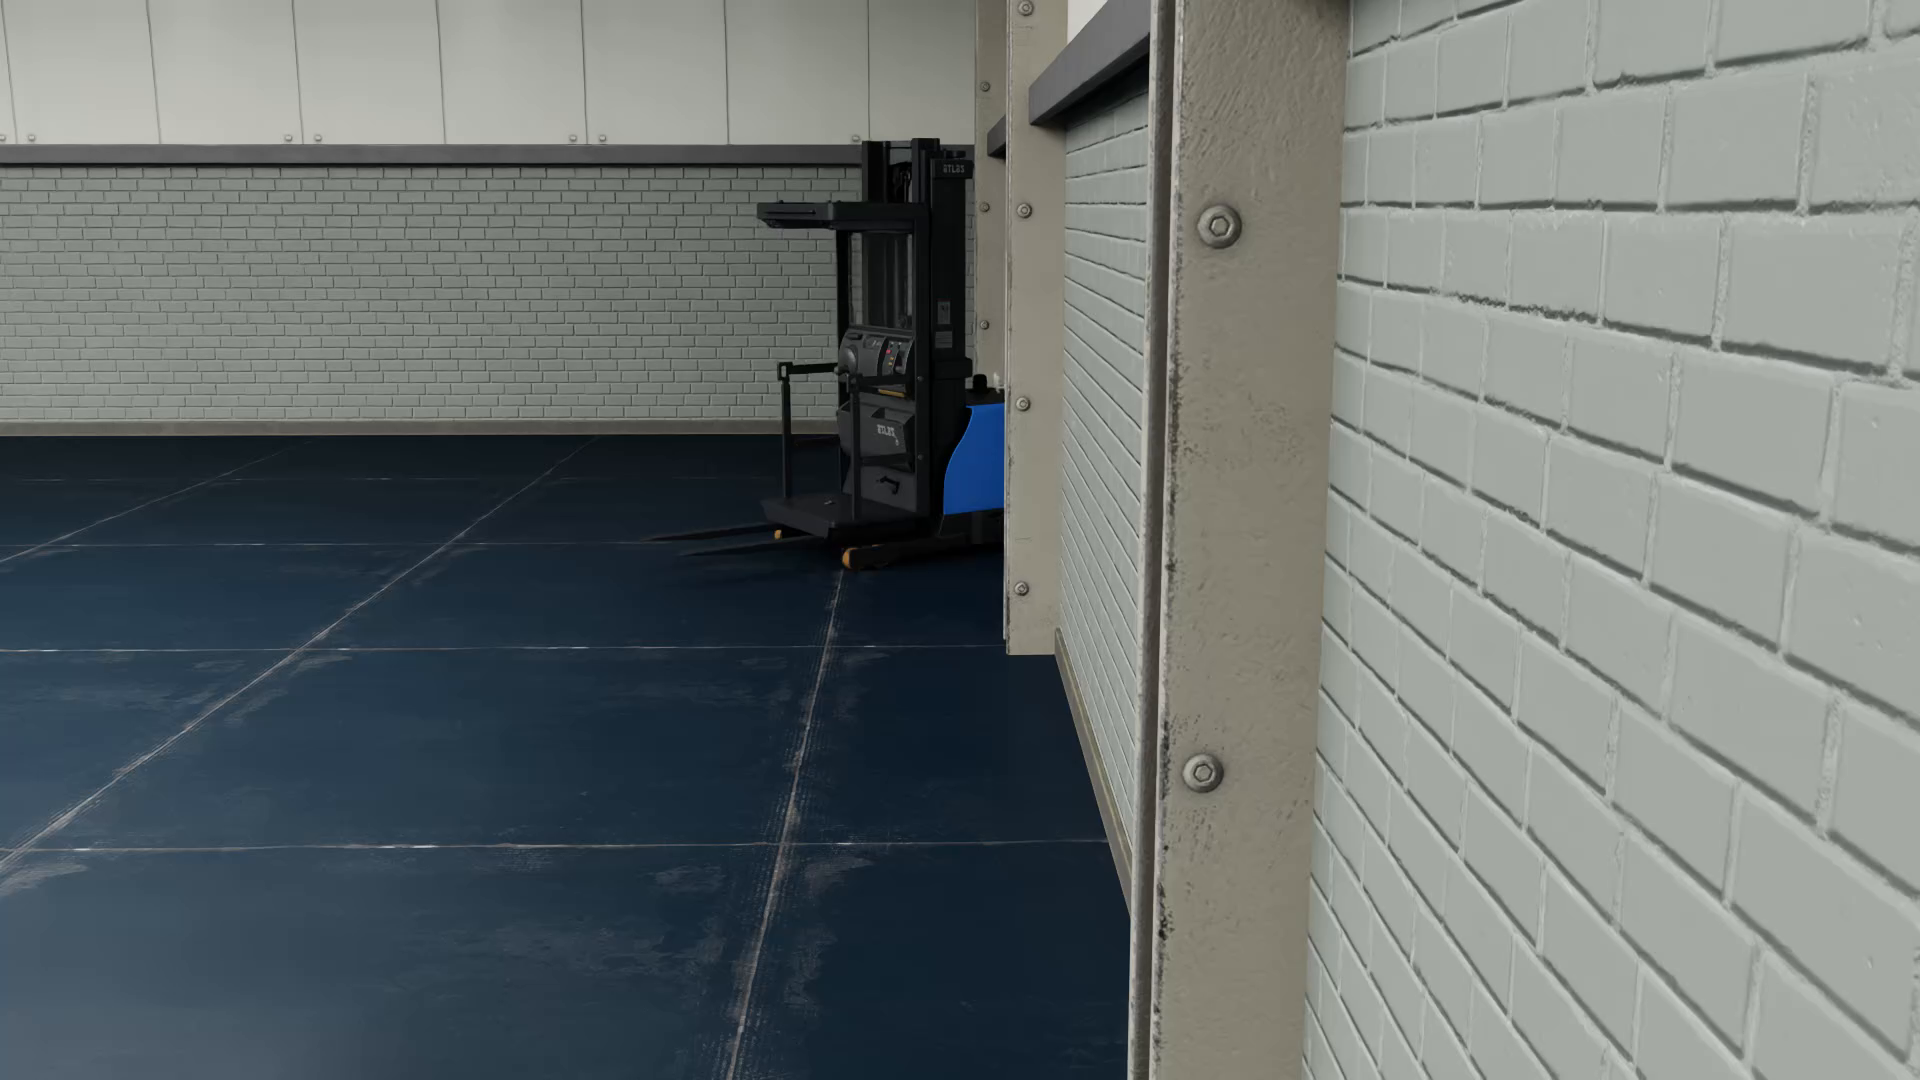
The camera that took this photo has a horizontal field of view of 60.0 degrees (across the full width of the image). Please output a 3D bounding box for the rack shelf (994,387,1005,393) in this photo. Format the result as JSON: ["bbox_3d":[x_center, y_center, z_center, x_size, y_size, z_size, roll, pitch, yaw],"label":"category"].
[{"bbox_3d":[0.383,-1.074,12.660,0.258,0.148,0.480,1,8,-2],"label":"rack shelf"}]

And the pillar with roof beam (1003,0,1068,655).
[{"bbox_3d":[-3.891,-3.786,8.587,9.100,9.000,0.400,0,11,-1],"label":"pillar with roof beam"}]

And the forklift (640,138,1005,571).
[{"bbox_3d":[-0.774,-1.343,11.805,3.031,2.935,1.130,-8,14,-34],"label":"forklift"}]

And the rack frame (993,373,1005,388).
[{"bbox_3d":[0.368,-0.697,12.960,0.240,1.200,0.015,1,8,-2],"label":"rack frame"}]

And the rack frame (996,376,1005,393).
[{"bbox_3d":[0.379,-0.628,12.477,0.240,1.200,0.015,1,8,-2],"label":"rack frame"}]

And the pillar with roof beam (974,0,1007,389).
[{"bbox_3d":[-4.015,-4.979,14.466,9.100,9.000,0.400,0,11,-1],"label":"pillar with roof beam"}]

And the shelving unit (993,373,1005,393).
[{"bbox_3d":[0.374,-0.662,12.719,0.258,1.200,0.503,1,8,-2],"label":"shelving unit"}]
